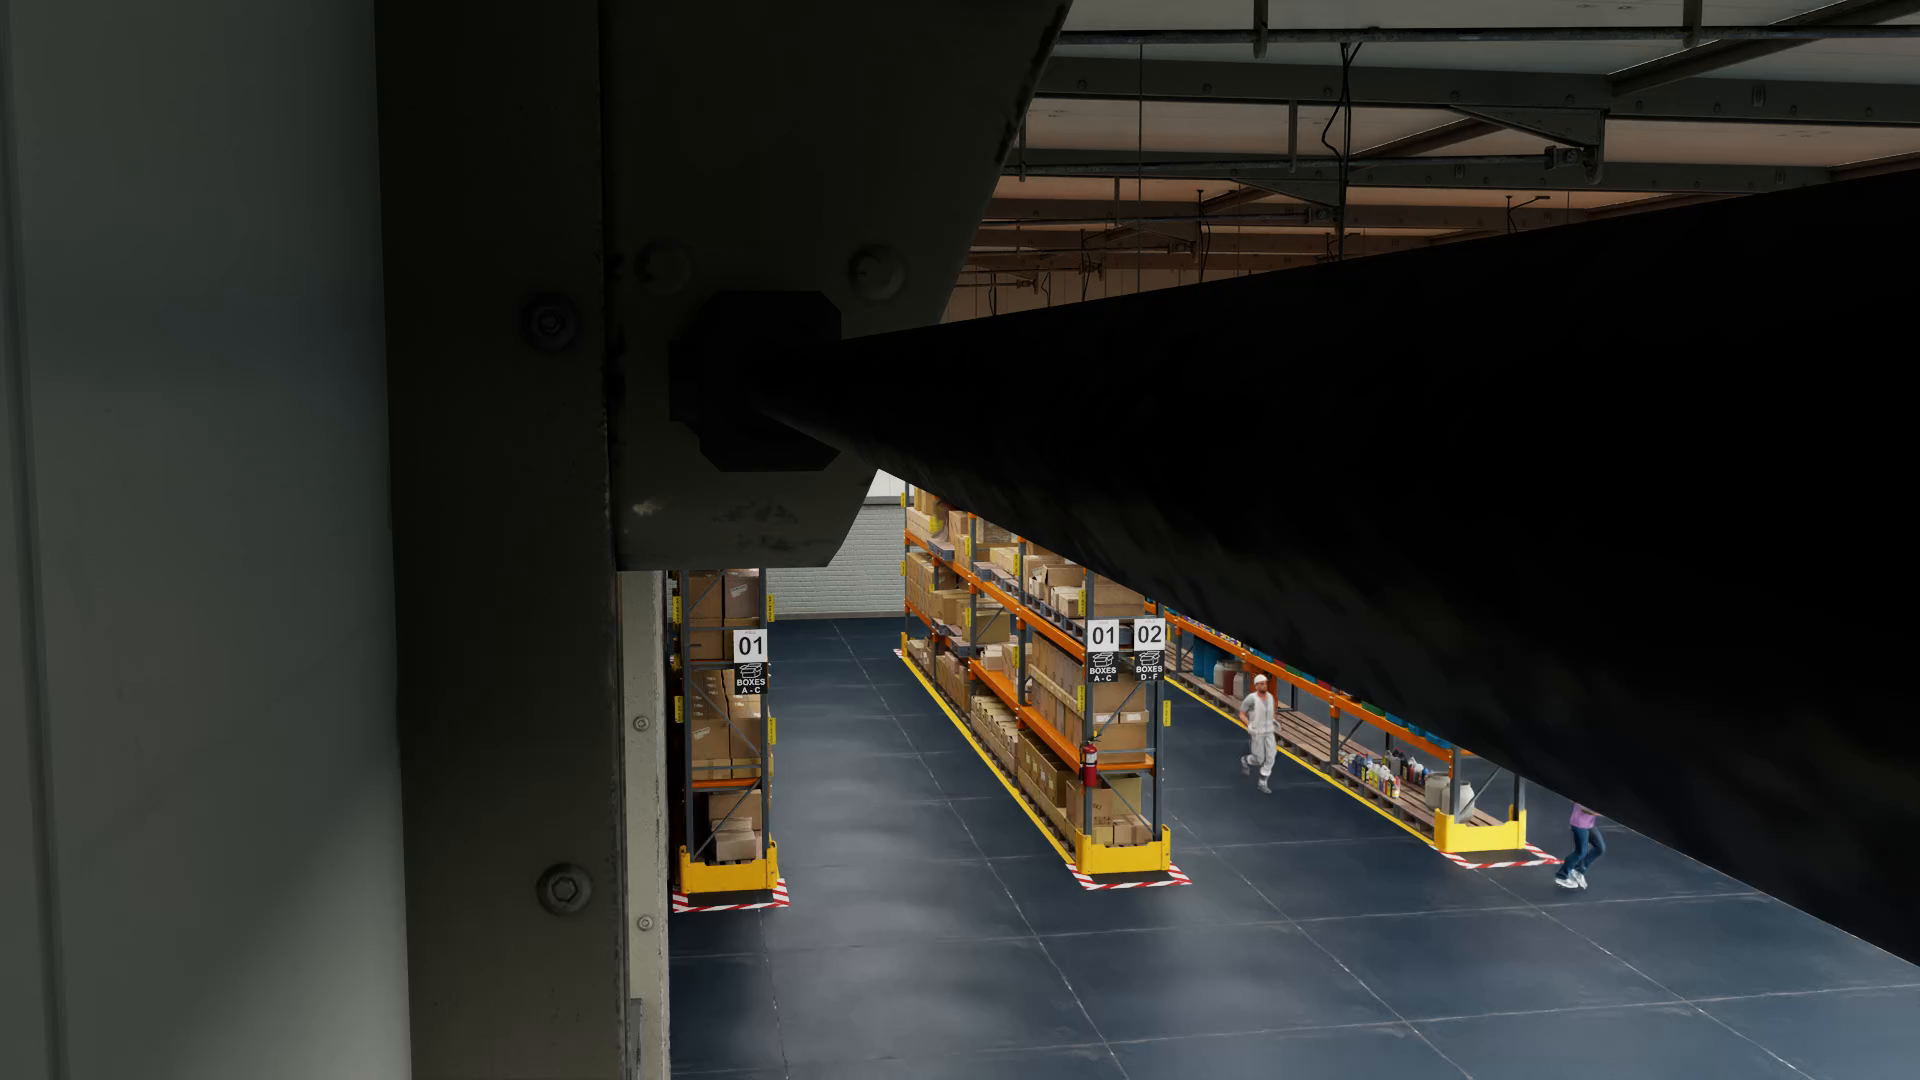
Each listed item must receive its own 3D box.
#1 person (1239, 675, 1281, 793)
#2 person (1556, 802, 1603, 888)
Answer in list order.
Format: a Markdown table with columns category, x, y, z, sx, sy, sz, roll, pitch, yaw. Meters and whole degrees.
| category | x | y | z | sx | sy | sz | roll | pitch | yaw |
| --- | --- | --- | --- | --- | --- | --- | --- | --- | --- |
| person | 4.496 | 2.772 | 24.945 | 0.626 | 1.530 | 0.697 | -2 | 6 | -22 |
| person | 7.580 | 3.457 | 20.129 | 0.637 | 1.589 | 0.559 | 3 | 7 | 27 |
